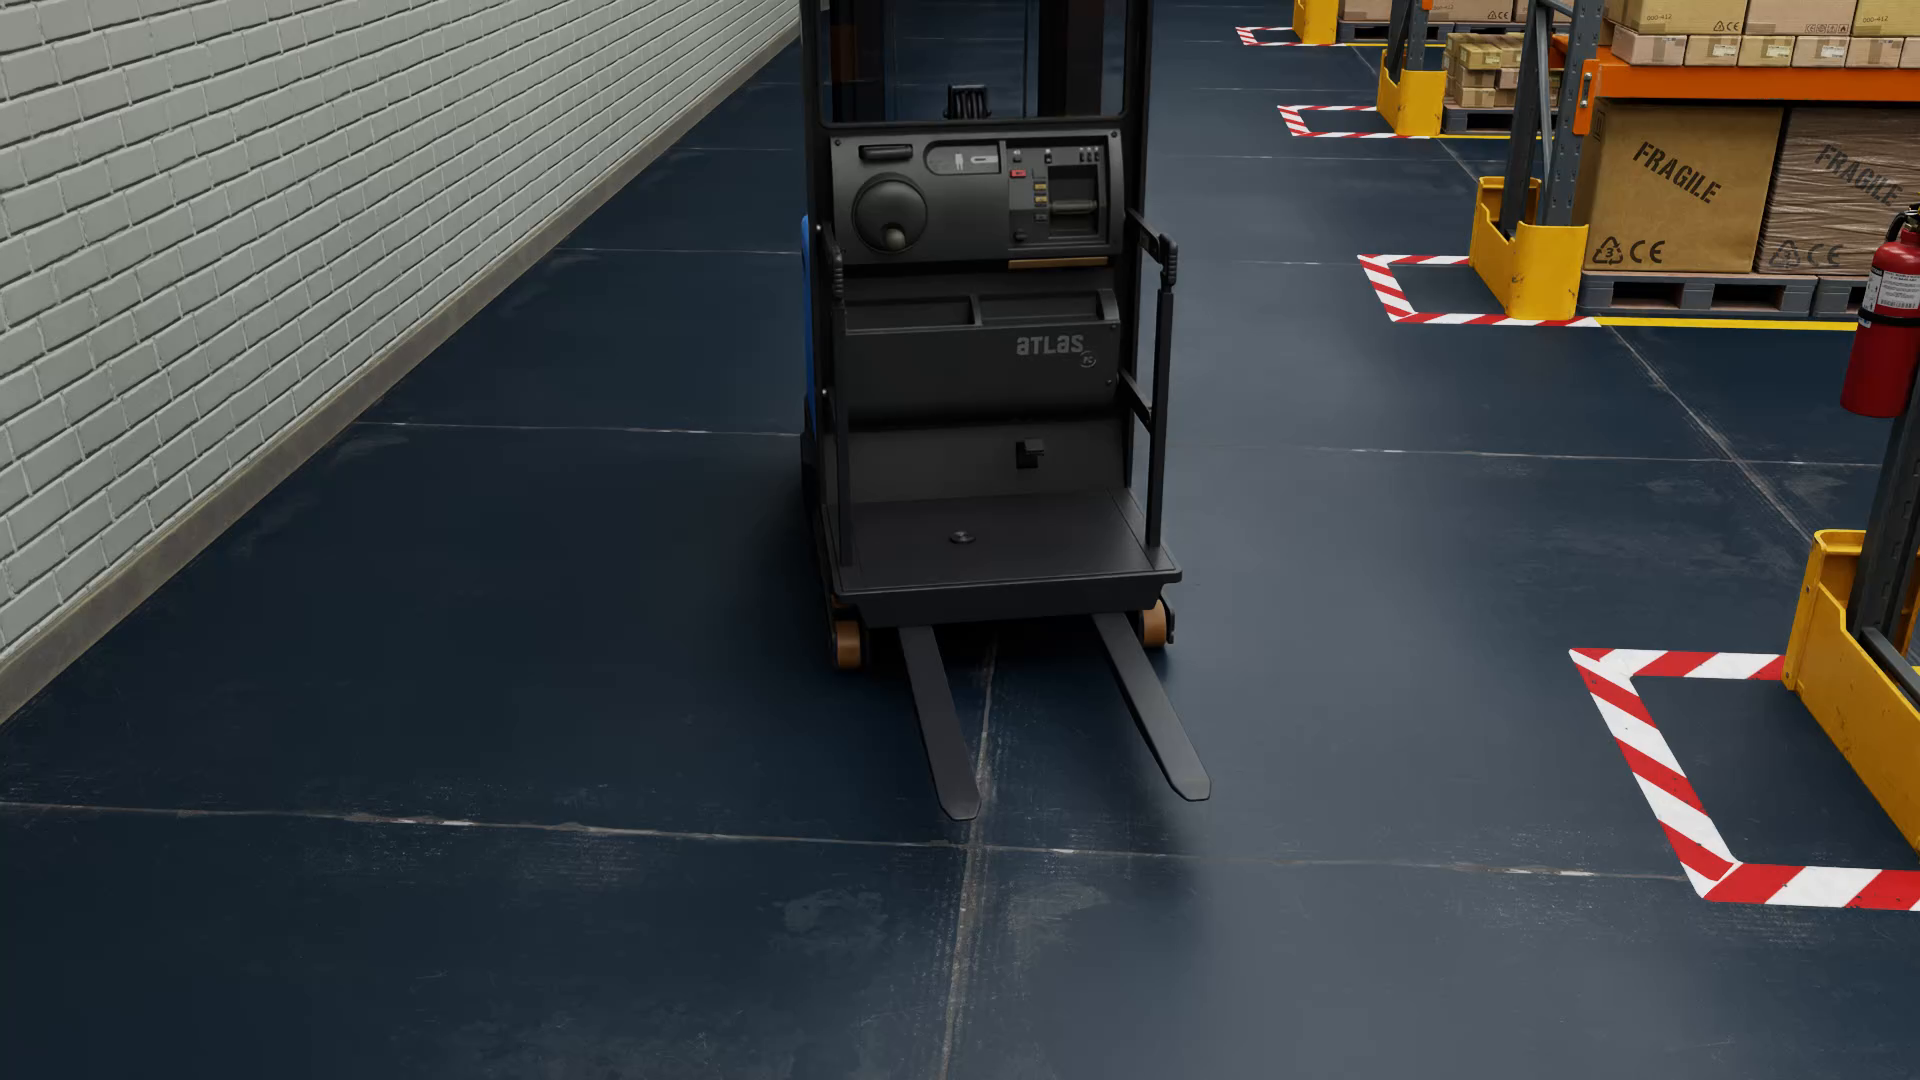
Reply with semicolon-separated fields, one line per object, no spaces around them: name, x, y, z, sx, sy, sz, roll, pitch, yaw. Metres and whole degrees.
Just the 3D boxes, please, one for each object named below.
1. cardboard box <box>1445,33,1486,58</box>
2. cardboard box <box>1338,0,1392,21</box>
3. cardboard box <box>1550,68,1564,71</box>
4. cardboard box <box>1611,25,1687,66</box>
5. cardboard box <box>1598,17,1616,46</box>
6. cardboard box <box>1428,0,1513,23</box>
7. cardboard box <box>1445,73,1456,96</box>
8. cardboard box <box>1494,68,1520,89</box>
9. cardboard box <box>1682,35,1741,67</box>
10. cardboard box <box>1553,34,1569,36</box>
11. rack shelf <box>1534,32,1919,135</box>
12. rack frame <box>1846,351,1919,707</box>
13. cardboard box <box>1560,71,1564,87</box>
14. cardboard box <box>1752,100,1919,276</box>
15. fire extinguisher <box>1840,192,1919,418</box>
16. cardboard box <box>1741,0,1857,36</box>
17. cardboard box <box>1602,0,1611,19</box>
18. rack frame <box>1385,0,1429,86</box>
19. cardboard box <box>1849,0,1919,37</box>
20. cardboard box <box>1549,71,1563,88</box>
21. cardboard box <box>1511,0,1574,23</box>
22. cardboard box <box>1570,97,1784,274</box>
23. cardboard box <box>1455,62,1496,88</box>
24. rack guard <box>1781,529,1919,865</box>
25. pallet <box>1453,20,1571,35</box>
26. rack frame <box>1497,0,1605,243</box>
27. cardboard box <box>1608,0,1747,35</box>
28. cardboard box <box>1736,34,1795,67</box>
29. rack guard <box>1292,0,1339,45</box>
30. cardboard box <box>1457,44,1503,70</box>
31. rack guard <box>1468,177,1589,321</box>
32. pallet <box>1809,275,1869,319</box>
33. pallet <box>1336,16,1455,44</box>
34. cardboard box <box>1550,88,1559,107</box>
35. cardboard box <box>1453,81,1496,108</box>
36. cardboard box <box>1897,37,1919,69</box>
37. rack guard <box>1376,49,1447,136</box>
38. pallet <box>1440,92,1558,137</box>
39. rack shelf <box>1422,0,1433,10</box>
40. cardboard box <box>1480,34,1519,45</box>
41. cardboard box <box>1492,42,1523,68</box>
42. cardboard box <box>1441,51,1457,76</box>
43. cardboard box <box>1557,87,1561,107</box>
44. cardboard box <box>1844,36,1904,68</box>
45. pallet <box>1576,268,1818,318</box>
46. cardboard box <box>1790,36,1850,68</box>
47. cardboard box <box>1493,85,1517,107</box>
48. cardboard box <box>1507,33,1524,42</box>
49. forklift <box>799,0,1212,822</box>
cardboard box;4.172;-4.081;13.727;0.250;0.149;0.380;2;25;5
cardboard box;4.569;-5.940;18.133;0.875;0.438;0.875;1;25;2
cardboard box;4.647;-3.814;13.146;0.250;0.149;0.380;2;25;4
cardboard box;3.473;-2.499;8.394;0.250;0.149;0.380;2;25;5
cardboard box;3.524;-2.774;8.991;0.250;0.149;0.380;2;25;5
cardboard box;5.482;-5.914;18.077;0.875;0.438;0.875;2;25;5
cardboard box;4.165;-3.792;13.811;0.250;0.149;0.380;2;25;5
cardboard box;4.396;-3.701;13.257;0.250;0.149;0.380;2;25;4
cardboard box;3.729;-2.492;8.377;0.250;0.149;0.380;1;25;3
cardboard box;4.939;-4.059;13.679;0.250;0.149;0.380;1;25;2
rack shelf;5.138;-2.371;8.676;4.000;0.370;1.077;2;25;4
rack frame;2.765;-0.698;4.178;0.127;3.000;1.000;2;25;4
cardboard box;4.894;-3.677;13.204;0.250;0.149;0.380;3;25;6
cardboard box;4.696;-1.972;8.986;0.875;0.875;0.875;2;25;4
fire extinguisher;2.649;-0.688;4.695;0.183;0.674;0.296;2;25;4
cardboard box;4.121;-2.687;8.326;0.500;0.250;0.500;2;25;3
cardboard box;3.648;-2.924;8.840;0.500;0.250;0.500;1;25;3
rack frame;3.625;-4.826;13.150;0.127;3.000;1.000;2;25;4
cardboard box;4.622;-2.670;8.288;0.500;0.250;0.500;1;25;2
cardboard box;4.647;-3.730;13.320;0.250;0.149;0.380;2;25;5
cardboard box;6.381;-5.885;18.013;0.875;0.438;0.875;1;25;2
cardboard box;3.788;-2.001;9.049;0.875;0.875;0.875;2;25;4
cardboard box;4.127;-3.733;13.327;0.250;0.149;0.380;3;25;6
rack guard;2.740;0.442;4.691;0.348;0.500;1.175;2;25;4
pallet;5.919;-5.593;18.152;1.213;0.211;1.003;2;25;4
rack frame;3.144;-2.762;8.665;0.127;3.000;1.000;2;25;4
cardboard box;3.602;-2.701;8.356;0.500;0.250;0.500;1;25;3
cardboard box;3.984;-2.484;8.360;0.250;0.149;0.380;1;25;3
rack guard;3.879;-5.758;18.165;0.348;0.500;1.175;2;25;4
cardboard box;4.121;-3.834;13.190;0.250;0.149;0.380;1;25;2
rack guard;3.120;-1.627;9.189;0.348;0.500;1.175;2;25;4
pallet;5.161;-1.462;9.176;1.213;0.211;1.003;2;25;4
pallet;4.706;-5.633;18.239;1.213;0.211;1.003;2;25;4
cardboard box;4.638;-3.592;13.377;0.250;0.149;0.380;2;25;5
cardboard box;4.123;-3.572;13.332;0.250;0.149;0.380;2;25;5
cardboard box;4.755;-2.459;8.306;0.250;0.149;0.380;2;25;3
rack guard;3.700;-3.688;13.667;0.348;0.500;1.175;2;25;4
pallet;4.508;-3.516;13.639;1.213;0.211;1.003;2;25;4
rack shelf;5.619;-4.435;13.161;4.000;0.370;1.077;2;25;4
cardboard box;4.418;-4.049;13.657;0.250;0.149;0.380;2;25;5
cardboard box;4.405;-3.875;13.280;0.250;0.149;0.380;2;25;5
cardboard box;4.173;-3.959;13.818;0.250;0.149;0.380;1;25;3
cardboard box;4.884;-3.539;13.260;0.250;0.149;0.380;2;25;5
cardboard box;4.498;-2.467;8.324;0.250;0.149;0.380;1;25;3
pallet;3.947;-1.502;9.263;1.213;0.211;1.003;2;25;4
cardboard box;4.244;-2.476;8.342;0.250;0.149;0.380;1;25;3
cardboard box;4.390;-3.598;13.388;0.250;0.149;0.380;2;25;4
cardboard box;4.686;-4.094;13.754;0.250;0.149;0.380;1;25;3
forklift;0.092;-1.071;5.071;1.130;2.935;3.031;-4;25;-8
